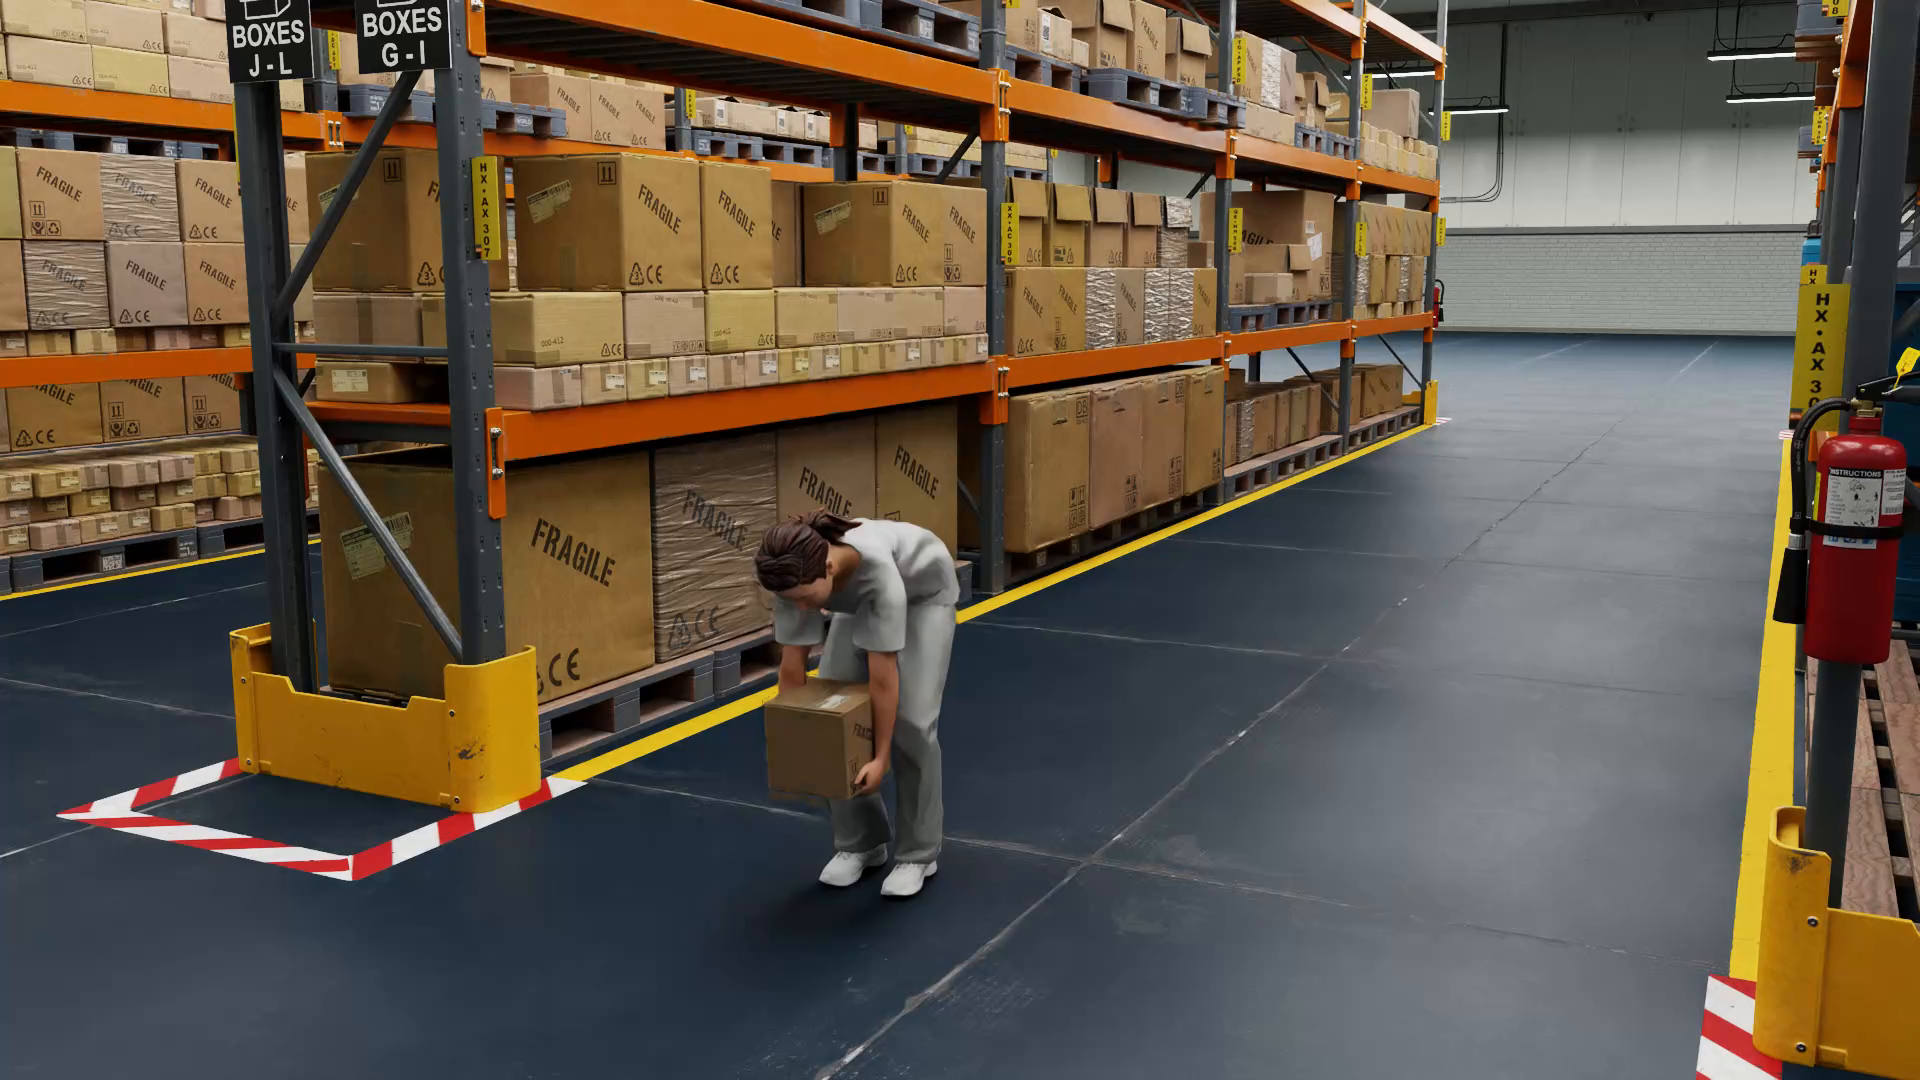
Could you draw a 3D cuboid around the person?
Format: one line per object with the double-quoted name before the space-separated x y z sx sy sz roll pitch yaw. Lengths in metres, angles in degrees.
"person" -0.297 0.461 4.680 0.404 1.147 0.863 4 10 24
